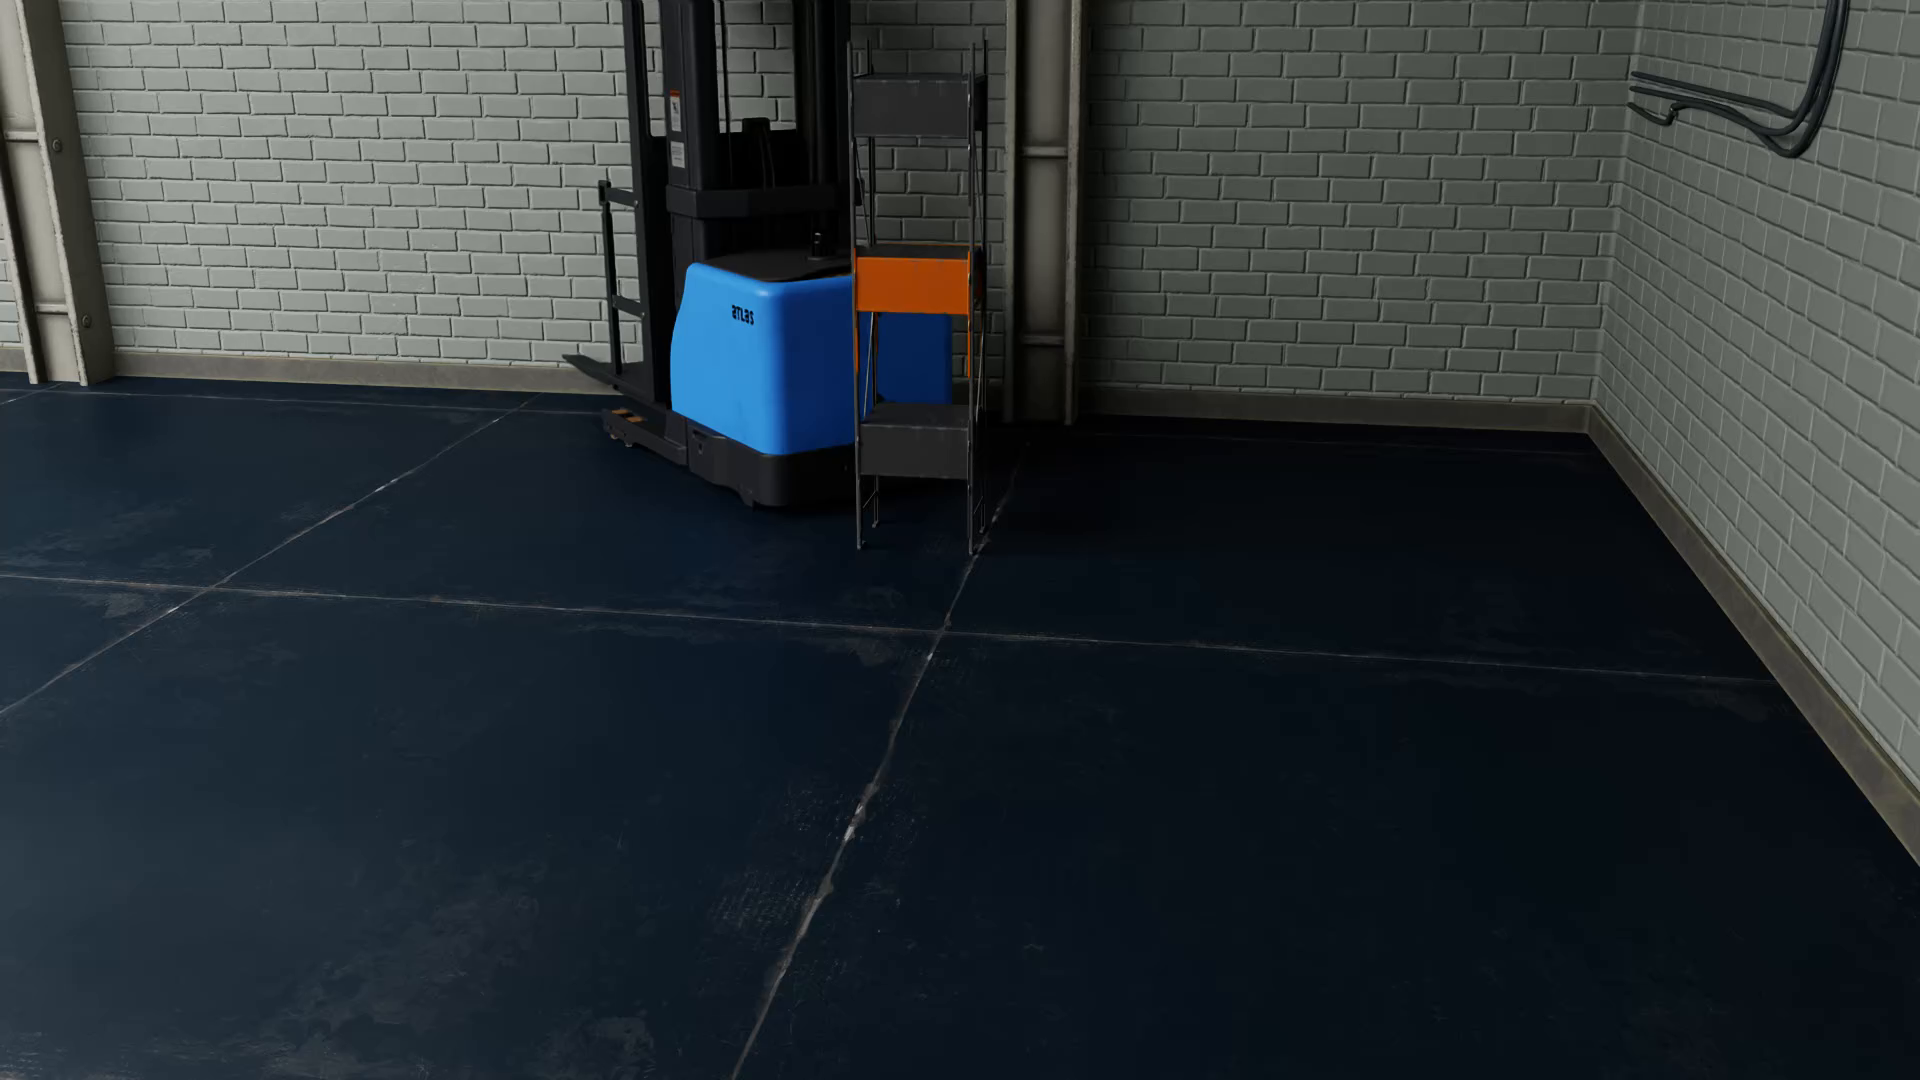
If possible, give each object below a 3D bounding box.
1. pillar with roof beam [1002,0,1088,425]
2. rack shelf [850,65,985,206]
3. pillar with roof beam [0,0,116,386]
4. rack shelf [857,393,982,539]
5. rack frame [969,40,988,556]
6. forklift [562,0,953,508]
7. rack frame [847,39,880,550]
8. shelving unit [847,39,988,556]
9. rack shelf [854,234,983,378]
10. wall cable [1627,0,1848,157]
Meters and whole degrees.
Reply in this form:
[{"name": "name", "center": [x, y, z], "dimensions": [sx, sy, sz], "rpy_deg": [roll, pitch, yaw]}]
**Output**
[{"name": "pillar with roof beam", "center": [-0.228, -3.612, 3.917], "dimensions": [0.400, 9.000, 9.100], "rpy_deg": [3, 19, 9]}, {"name": "rack shelf", "center": [-0.163, -1.655, 6.777], "dimensions": [0.480, 0.518, 0.431], "rpy_deg": [3, 19, 9]}, {"name": "pillar with roof beam", "center": [-6.152, -3.914, 4.819], "dimensions": [0.400, 9.000, 9.100], "rpy_deg": [3, 19, 9]}, {"name": "rack shelf", "center": [-0.163, -0.327, 7.221], "dimensions": [0.480, 0.518, 0.431], "rpy_deg": [3, 19, 9]}, {"name": "rack frame", "center": [0.078, -0.992, 6.958], "dimensions": [0.015, 2.100, 0.400], "rpy_deg": [3, 19, 9]}, {"name": "forklift", "center": [-1.257, -1.949, 8.509], "dimensions": [1.130, 2.935, 3.031], "rpy_deg": [-12, 22, -32]}, {"name": "rack frame", "center": [-0.404, -1.016, 7.032], "dimensions": [0.015, 2.100, 0.400], "rpy_deg": [3, 19, 9]}, {"name": "shelving unit", "center": [-0.163, -1.004, 6.995], "dimensions": [0.503, 2.100, 0.431], "rpy_deg": [3, 19, 9]}, {"name": "rack shelf", "center": [-0.163, -0.991, 6.999], "dimensions": [0.480, 0.518, 0.431], "rpy_deg": [3, 19, 9]}, {"name": "wall cable", "center": [3.154, -2.926, 6.759], "dimensions": [0.112, 2.526, 3.097], "rpy_deg": [3, 19, 9]}]
